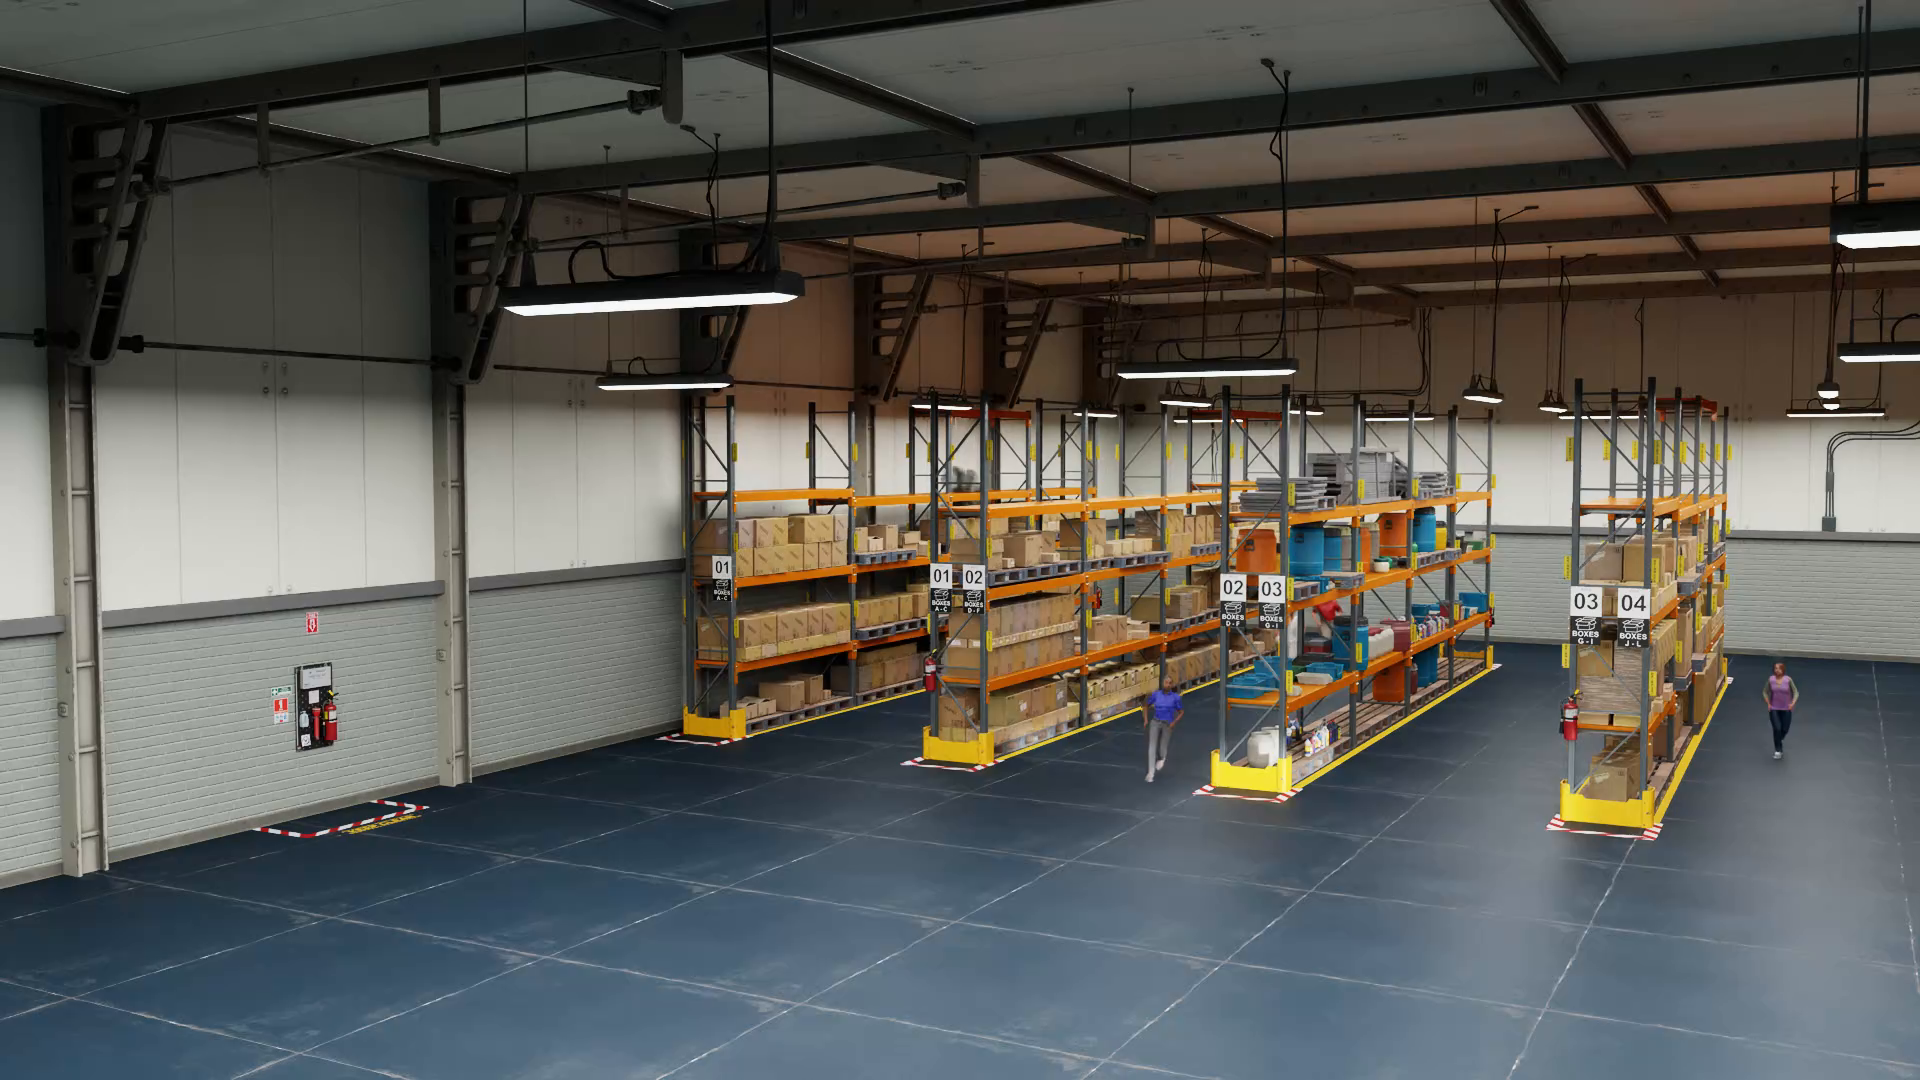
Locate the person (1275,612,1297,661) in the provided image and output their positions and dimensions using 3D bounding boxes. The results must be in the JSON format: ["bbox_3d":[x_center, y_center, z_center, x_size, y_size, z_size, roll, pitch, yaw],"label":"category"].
[{"bbox_3d":[7.111,2.238,35.956,0.641,1.745,0.554,1,3,19],"label":"person"}]

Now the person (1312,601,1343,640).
[{"bbox_3d":[8.817,2.068,39.965,0.732,1.674,0.604,1,3,15],"label":"person"}]

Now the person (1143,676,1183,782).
[{"bbox_3d":[3.118,2.878,25.519,0.614,1.597,0.658,1,3,14],"label":"person"}]

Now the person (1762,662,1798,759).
[{"bbox_3d":[13.485,2.791,27.353,0.534,1.568,0.506,2,3,28],"label":"person"}]

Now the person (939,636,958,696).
[{"bbox_3d":[-0.184,2.563,30.722,0.532,1.609,0.781,1,3,21],"label":"person"}]
